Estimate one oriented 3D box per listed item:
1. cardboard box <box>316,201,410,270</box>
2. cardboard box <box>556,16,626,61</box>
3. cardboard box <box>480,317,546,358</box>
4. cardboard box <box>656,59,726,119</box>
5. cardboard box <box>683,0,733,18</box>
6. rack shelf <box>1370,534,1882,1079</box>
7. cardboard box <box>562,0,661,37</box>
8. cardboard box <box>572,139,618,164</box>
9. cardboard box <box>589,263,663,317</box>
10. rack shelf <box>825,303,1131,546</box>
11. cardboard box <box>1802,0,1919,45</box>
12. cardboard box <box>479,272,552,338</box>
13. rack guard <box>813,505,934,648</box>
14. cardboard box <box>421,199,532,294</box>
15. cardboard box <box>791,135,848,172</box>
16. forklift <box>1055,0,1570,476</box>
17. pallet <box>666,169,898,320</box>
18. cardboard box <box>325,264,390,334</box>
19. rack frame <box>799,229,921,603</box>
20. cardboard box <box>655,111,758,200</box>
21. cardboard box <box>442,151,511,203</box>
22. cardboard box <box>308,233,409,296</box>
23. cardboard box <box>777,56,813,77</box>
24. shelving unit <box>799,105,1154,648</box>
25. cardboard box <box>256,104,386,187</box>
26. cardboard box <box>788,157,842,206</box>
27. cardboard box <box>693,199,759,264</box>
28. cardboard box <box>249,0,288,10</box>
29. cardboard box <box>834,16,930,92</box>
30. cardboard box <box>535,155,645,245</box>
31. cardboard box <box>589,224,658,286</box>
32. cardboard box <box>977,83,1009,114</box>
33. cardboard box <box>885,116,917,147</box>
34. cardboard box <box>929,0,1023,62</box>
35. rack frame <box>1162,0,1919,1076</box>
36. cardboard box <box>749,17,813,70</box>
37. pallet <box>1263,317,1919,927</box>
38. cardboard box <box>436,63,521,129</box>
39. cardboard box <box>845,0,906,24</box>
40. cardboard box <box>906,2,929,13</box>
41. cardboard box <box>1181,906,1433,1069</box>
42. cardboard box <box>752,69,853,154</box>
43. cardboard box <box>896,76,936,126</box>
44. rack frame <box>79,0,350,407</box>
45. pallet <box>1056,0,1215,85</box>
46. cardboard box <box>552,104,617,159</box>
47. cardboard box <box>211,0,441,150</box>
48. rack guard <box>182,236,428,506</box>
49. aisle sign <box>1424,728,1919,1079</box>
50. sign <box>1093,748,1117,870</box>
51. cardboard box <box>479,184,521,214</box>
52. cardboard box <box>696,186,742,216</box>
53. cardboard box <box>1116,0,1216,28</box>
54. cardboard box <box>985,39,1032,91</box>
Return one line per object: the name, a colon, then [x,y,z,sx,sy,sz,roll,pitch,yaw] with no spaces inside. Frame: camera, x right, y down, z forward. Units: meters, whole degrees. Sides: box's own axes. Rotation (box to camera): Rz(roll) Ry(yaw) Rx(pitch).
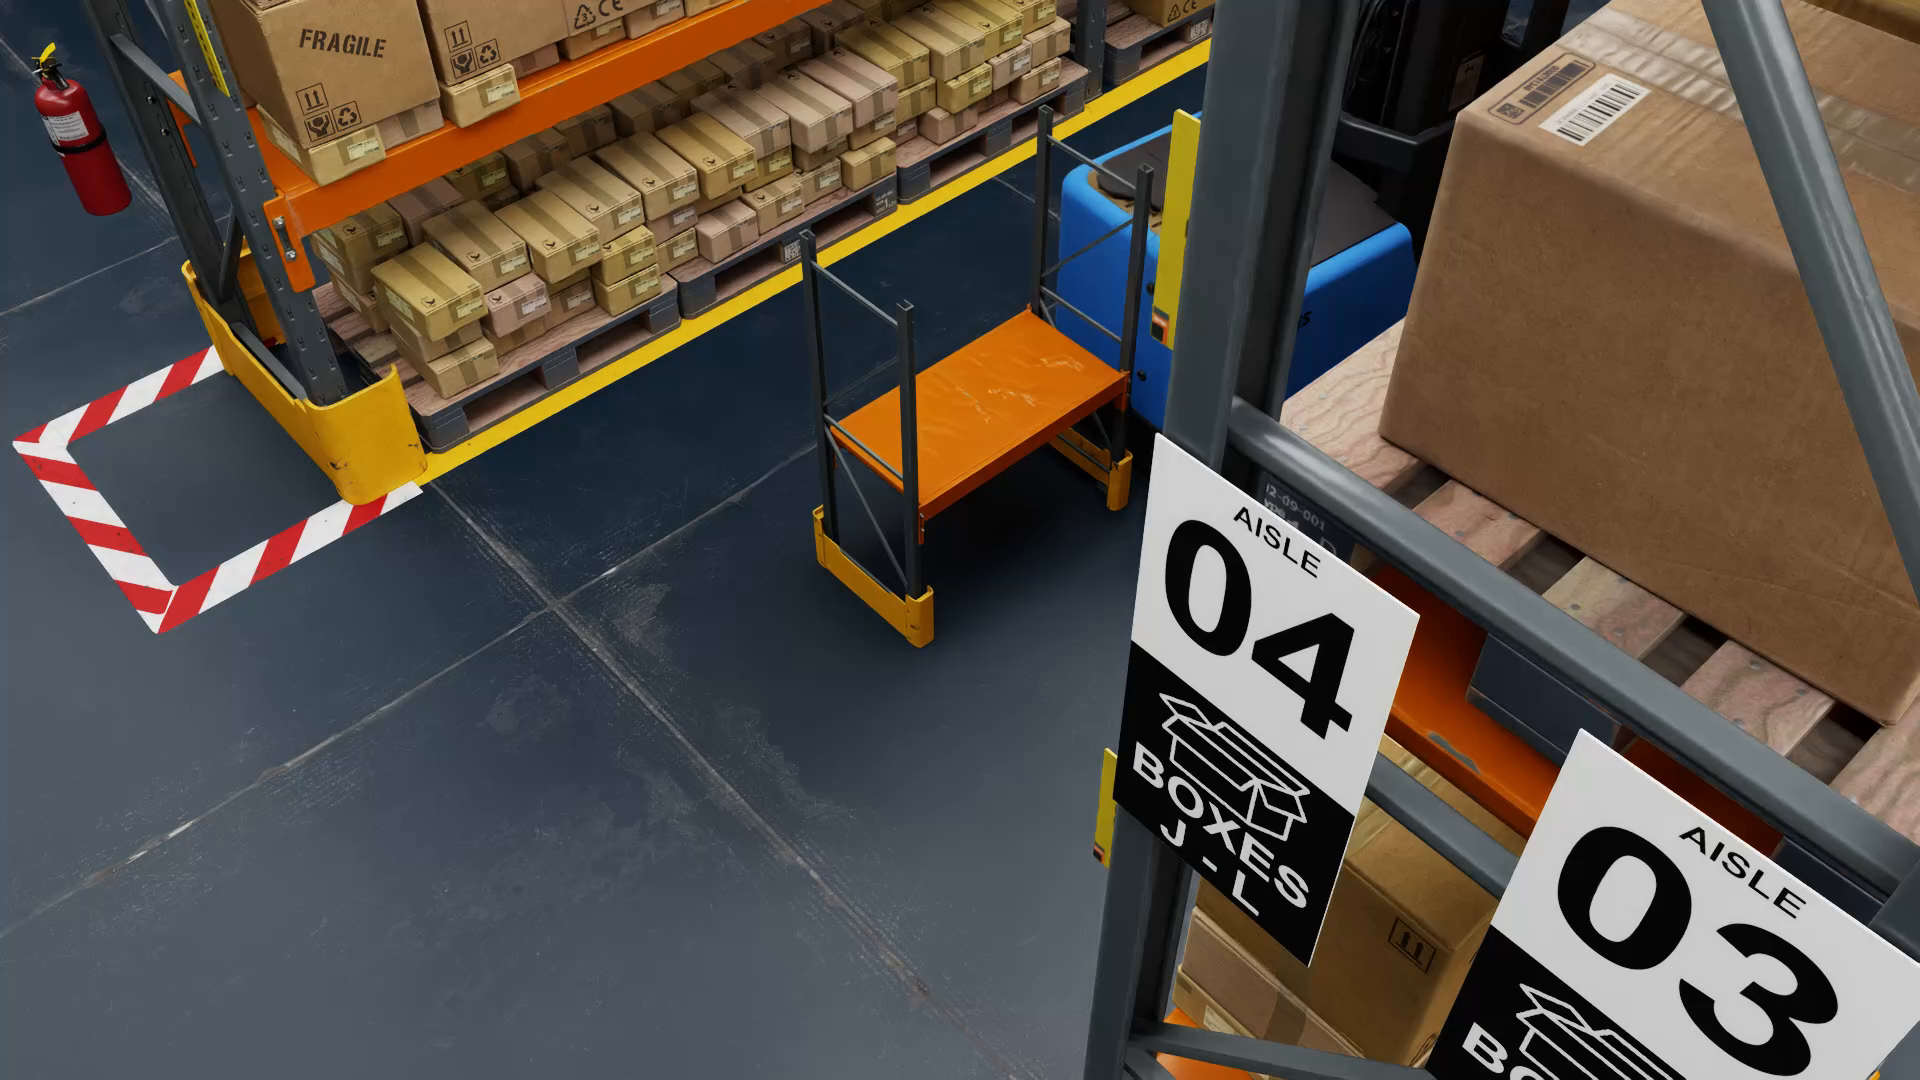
cardboard box: [-2.414,-1.271,6.631,0.250,0.149,0.380,-33,55,-27]
cardboard box: [-1.463,-1.967,6.194,0.250,0.149,0.380,-34,56,-27]
cardboard box: [-1.893,-0.929,6.720,0.250,0.149,0.380,-34,56,-27]
cardboard box: [-1.243,-2.033,7.334,0.250,0.149,0.380,-33,56,-27]
cardboard box: [-1.055,-2.190,6.400,0.250,0.149,0.380,-32,55,-26]
rack shelf: [2.107,-0.509,3.127,4.000,0.370,1.077,-34,56,-27]
cardboard box: [-1.367,-2.214,5.982,0.500,0.500,0.500,-33,55,-27]
cardboard box: [-1.679,-1.708,7.236,0.250,0.149,0.380,-33,55,-27]
cardboard box: [-1.451,-1.122,6.898,0.250,0.149,0.380,-33,55,-27]
rack shelf: [0.063,-0.429,5.870,1.000,0.185,0.538,-34,56,-27]
cardboard box: [1.473,-0.473,2.183,0.500,0.500,0.700,-36,57,-28]
cardboard box: [-1.834,-0.995,6.579,0.250,0.149,0.380,-34,56,-27]
rack guard: [-0.312,0.124,5.966,0.087,0.250,0.587,-34,56,-27]
cardboard box: [-1.896,-1.147,6.517,0.250,0.149,0.380,-33,55,-27]
cardboard box: [-0.712,-1.808,7.329,0.380,0.149,0.250,36,57,29]
forklift: [1.839,-1.960,6.065,3.031,2.935,1.130,-29,54,-24]
pallet: [-1.052,-1.569,7.554,1.213,0.211,1.003,-34,56,-27]
cardboard box: [-2.386,-1.043,6.826,0.250,0.149,0.380,-33,55,-27]
rack frame: [-0.313,-0.299,5.506,0.032,1.500,0.500,-34,56,-27]
cardboard box: [-1.058,-1.607,6.941,0.250,0.149,0.380,-33,55,-27]
cardboard box: [-2.083,-1.561,6.899,0.250,0.149,0.380,-35,56,-28]
cardboard box: [-2.436,-1.187,6.756,0.250,0.149,0.380,-35,56,-28]
cardboard box: [-0.863,-2.174,7.667,0.250,0.149,0.380,-31,55,-26]
shelving unit: [0.056,-0.546,5.734,1.083,1.500,0.587,-34,56,-27]
cardboard box: [-2.175,-1.391,5.663,0.250,0.149,0.380,-34,56,-27]
cardboard box: [-0.740,-1.664,7.399,0.250,0.149,0.380,-33,55,-27]
cardboard box: [-1.084,-1.376,7.132,0.380,0.149,0.250,36,57,29]
cardboard box: [-2.124,-2.046,5.146,0.500,0.500,0.500,-34,56,-27]
cardboard box: [-0.350,-2.171,7.461,0.250,0.149,0.380,-32,55,-26]
cardboard box: [-1.495,-1.370,6.722,0.380,0.149,0.250,36,57,29]
cardboard box: [-1.450,-1.232,6.797,0.250,0.149,0.380,-32,55,-26]
cardboard box: [0.015,-2.185,7.879,0.250,0.149,0.380,-32,55,-26]
cardboard box: [-0.414,-1.955,7.667,0.250,0.149,0.380,-35,56,-28]
cardboard box: [0.074,-2.384,7.658,0.250,0.149,0.380,-33,55,-27]
rack frame: [0.627,-0.781,0.848,0.127,3.000,1.000,-34,56,-27]
cardboard box: [-0.888,-2.313,7.592,0.250,0.149,0.380,-33,55,-26]
pallet: [1.169,-0.107,2.327,1.213,0.211,1.003,-34,56,-27]
cardboard box: [-1.779,-1.643,5.896,0.250,0.149,0.380,-35,56,-28]
cardboard box: [-0.467,-2.536,7.798,0.250,0.149,0.380,-34,56,-28]
cardboard box: [-0.286,-2.569,8.031,0.250,0.149,0.380,-33,56,-27]
cardboard box: [0.807,0.819,3.353,0.500,0.250,0.500,-35,56,-28]
cardboard box: [-0.679,-1.847,7.162,0.250,0.149,0.380,-36,57,-28]
cardboard box: [-0.324,-2.066,7.567,0.250,0.149,0.380,-33,55,-27]
rack frame: [-2.635,-1.494,5.588,0.127,3.000,1.000,-34,56,-27]
pallet: [0.900,-2.912,8.793,1.213,0.211,1.003,-34,56,-27]
cardboard box: [-1.688,-1.818,7.136,0.250,0.149,0.380,-32,55,-26]
cardboard box: [-2.117,-1.701,5.508,0.500,0.500,0.500,-31,55,-26]
rack guard: [-2.579,-0.684,6.541,0.348,0.500,1.175,-34,56,-27]
aisle sign: [0.776,0.570,1.914,0.004,0.787,0.394,-34,56,-27]
sign: [0.272,0.478,2.819,0.005,0.325,0.100,-34,56,-27]
cardboard box: [-2.053,-1.445,6.994,0.250,0.149,0.380,-36,57,-28]
cardboard box: [-1.144,-1.571,7.110,0.250,0.149,0.380,-31,54,-25]
cardboard box: [1.050,-2.988,8.381,0.500,0.500,0.500,-32,55,-26]
cardboard box: [0.114,-2.279,7.764,0.380,0.149,0.250,36,57,29]
